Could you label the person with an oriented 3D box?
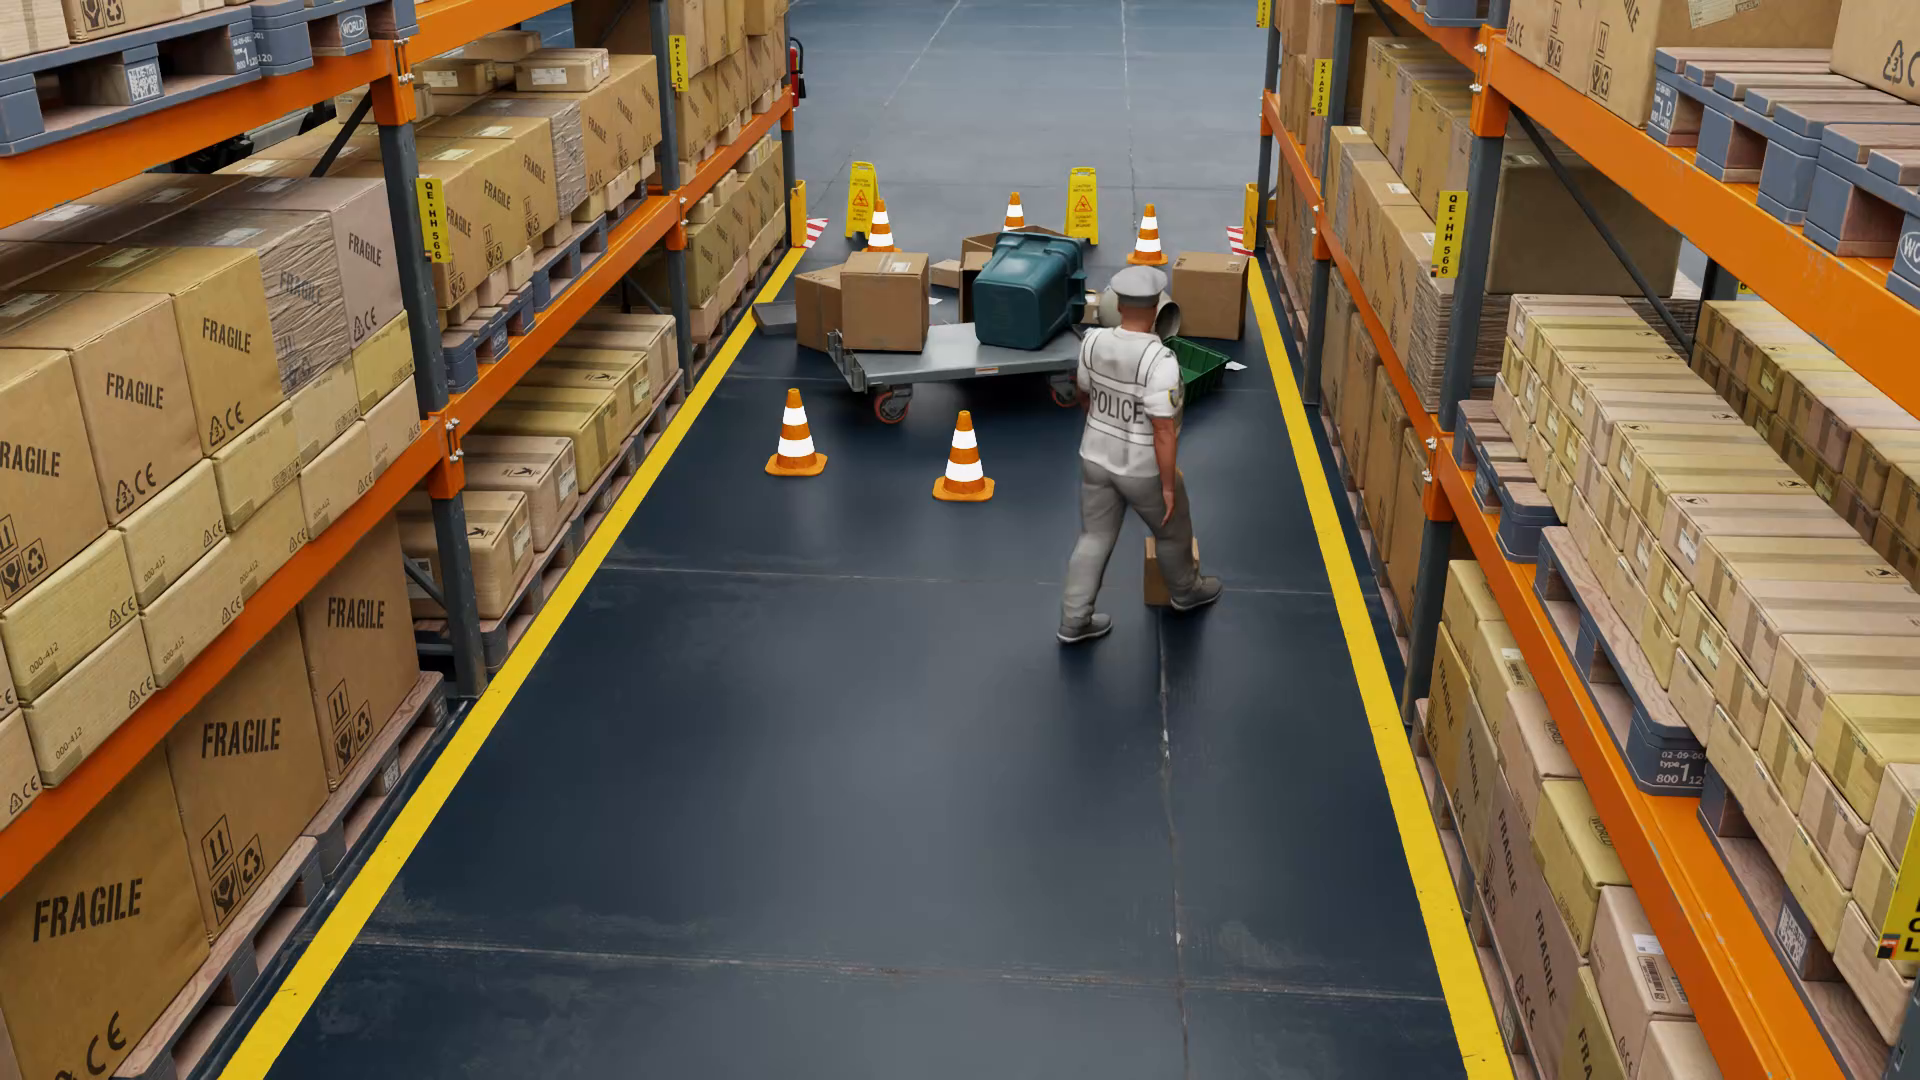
[{"bbox_3d":[0.866,-0.404,7.497,0.617,1.726,0.934,20,31,37],"label":"person"}]
